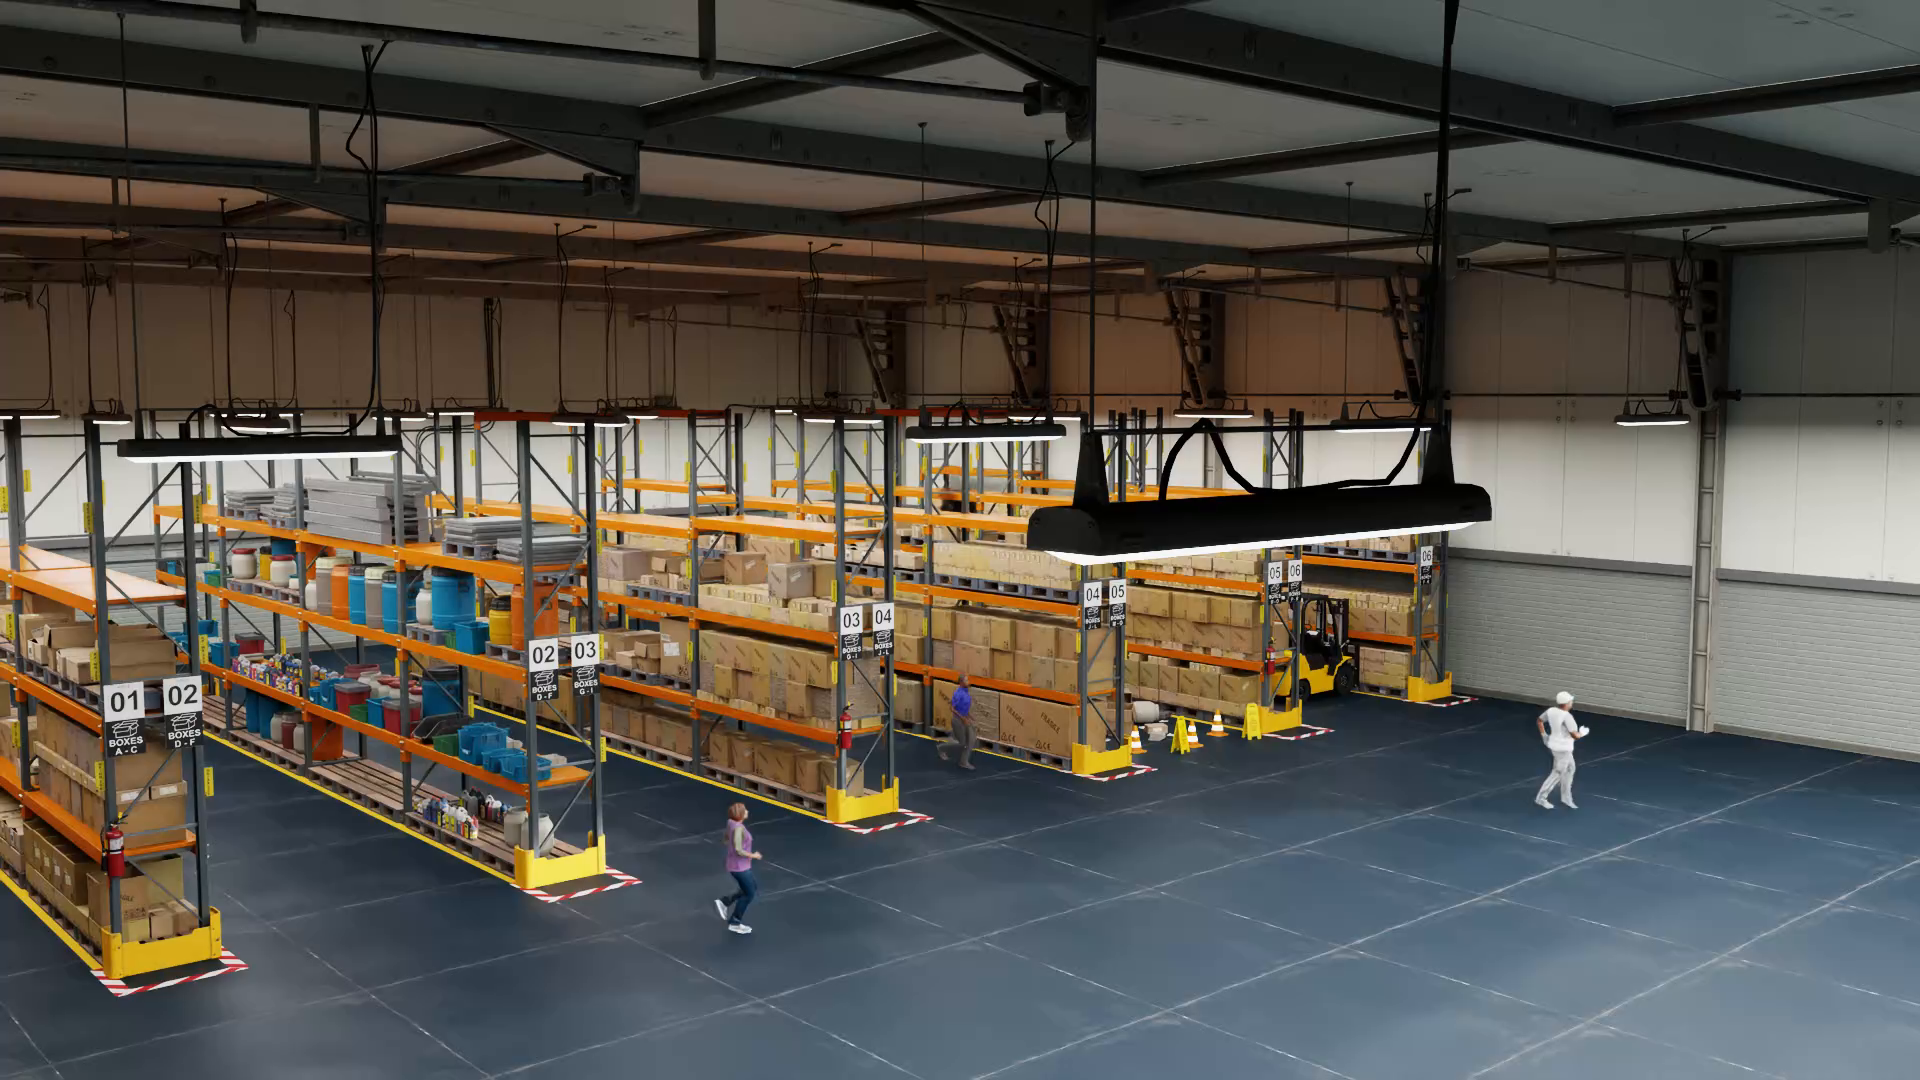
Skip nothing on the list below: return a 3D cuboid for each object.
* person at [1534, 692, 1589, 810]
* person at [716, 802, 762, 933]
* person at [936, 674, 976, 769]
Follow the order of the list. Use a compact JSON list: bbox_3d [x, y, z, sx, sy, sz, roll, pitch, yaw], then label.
[{"bbox_3d":[9.118,3.221,25.237,0.798,1.850,0.704,0,5,-2],"label":"person"},{"bbox_3d":[-2.599,3.845,19.533,0.526,1.558,0.595,-2,5,-18],"label":"person"},{"bbox_3d":[-0.044,3.065,28.185,0.681,1.617,0.561,2,6,25],"label":"person"}]
